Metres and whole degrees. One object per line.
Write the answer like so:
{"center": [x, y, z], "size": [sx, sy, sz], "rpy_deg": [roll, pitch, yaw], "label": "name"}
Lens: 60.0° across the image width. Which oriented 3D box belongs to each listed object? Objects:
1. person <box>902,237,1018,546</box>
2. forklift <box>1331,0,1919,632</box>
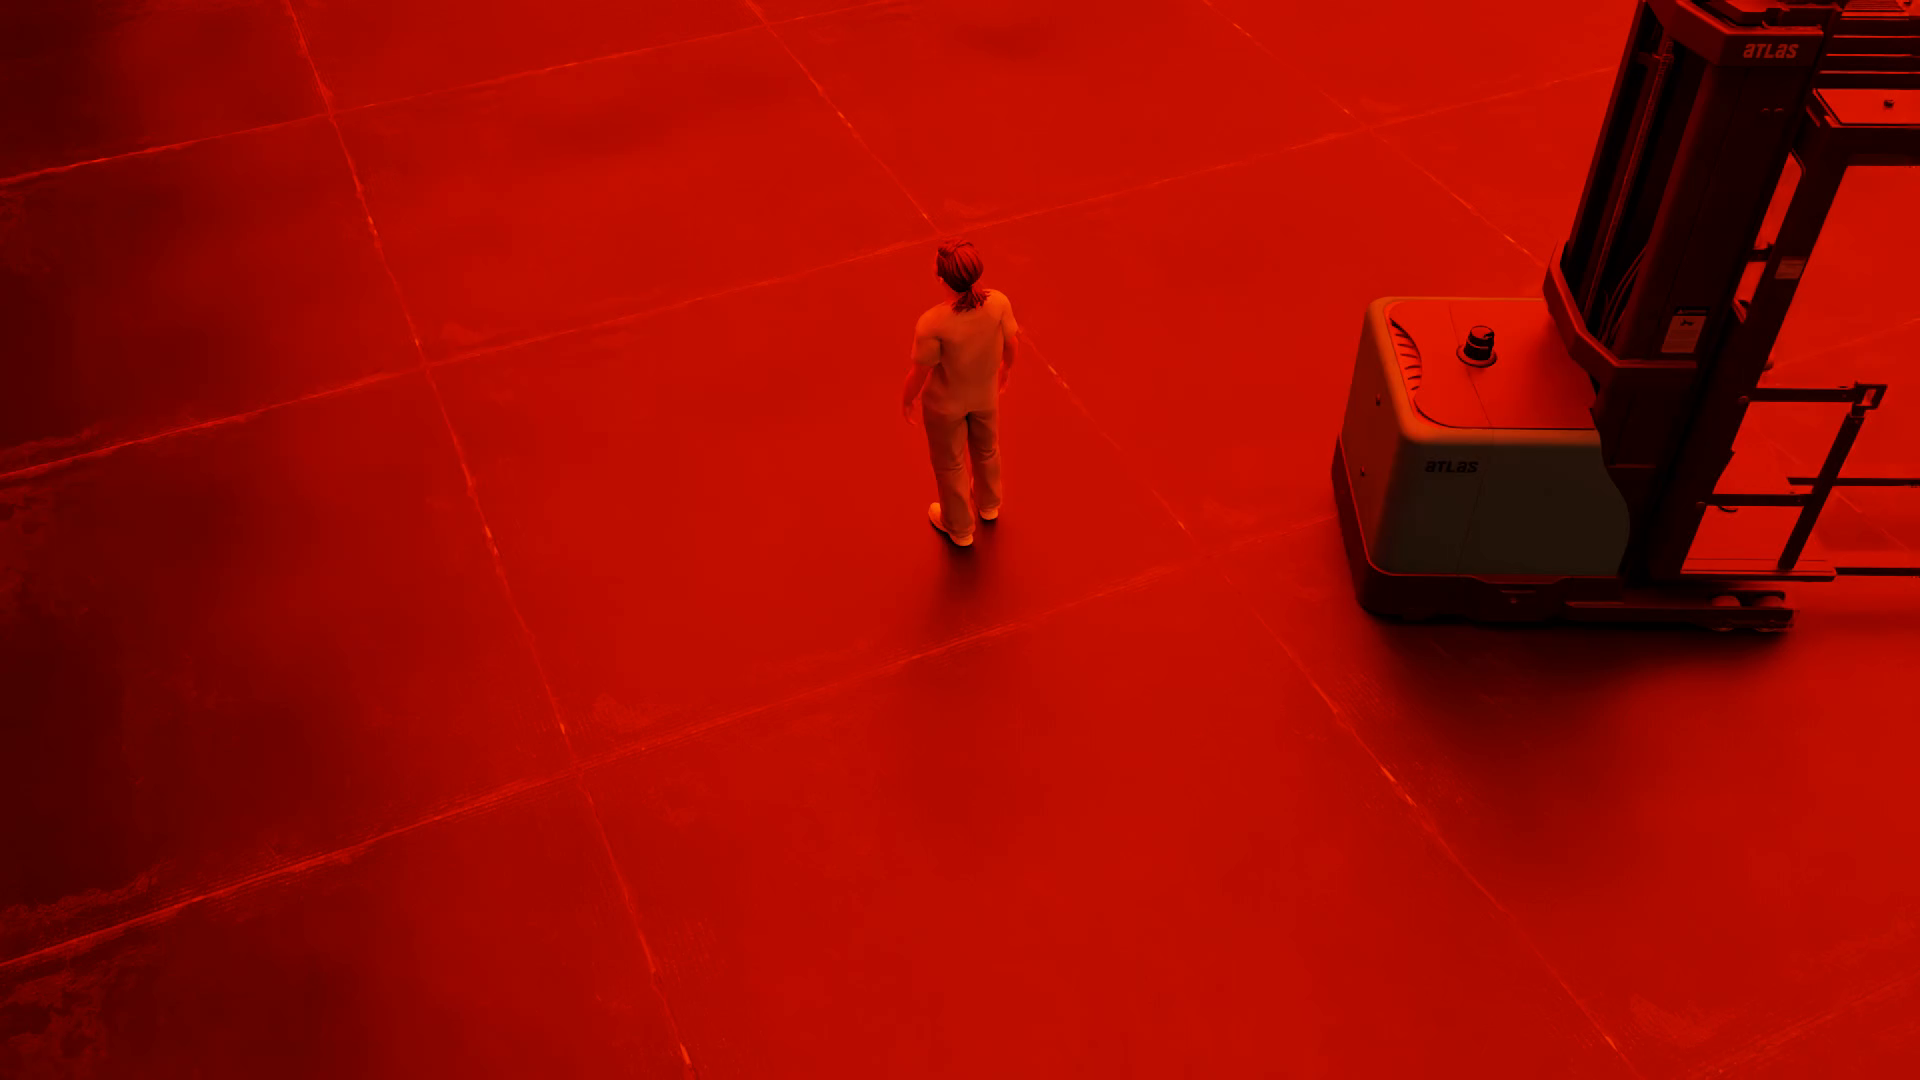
{"center": [-0.022, -0.673, 7.310], "size": [0.549, 1.673, 0.532], "rpy_deg": [-18, 46, -18], "label": "person"}
{"center": [3.305, -1.032, 6.786], "size": [3.031, 2.935, 1.130], "rpy_deg": [1, 43, 1], "label": "forklift"}
